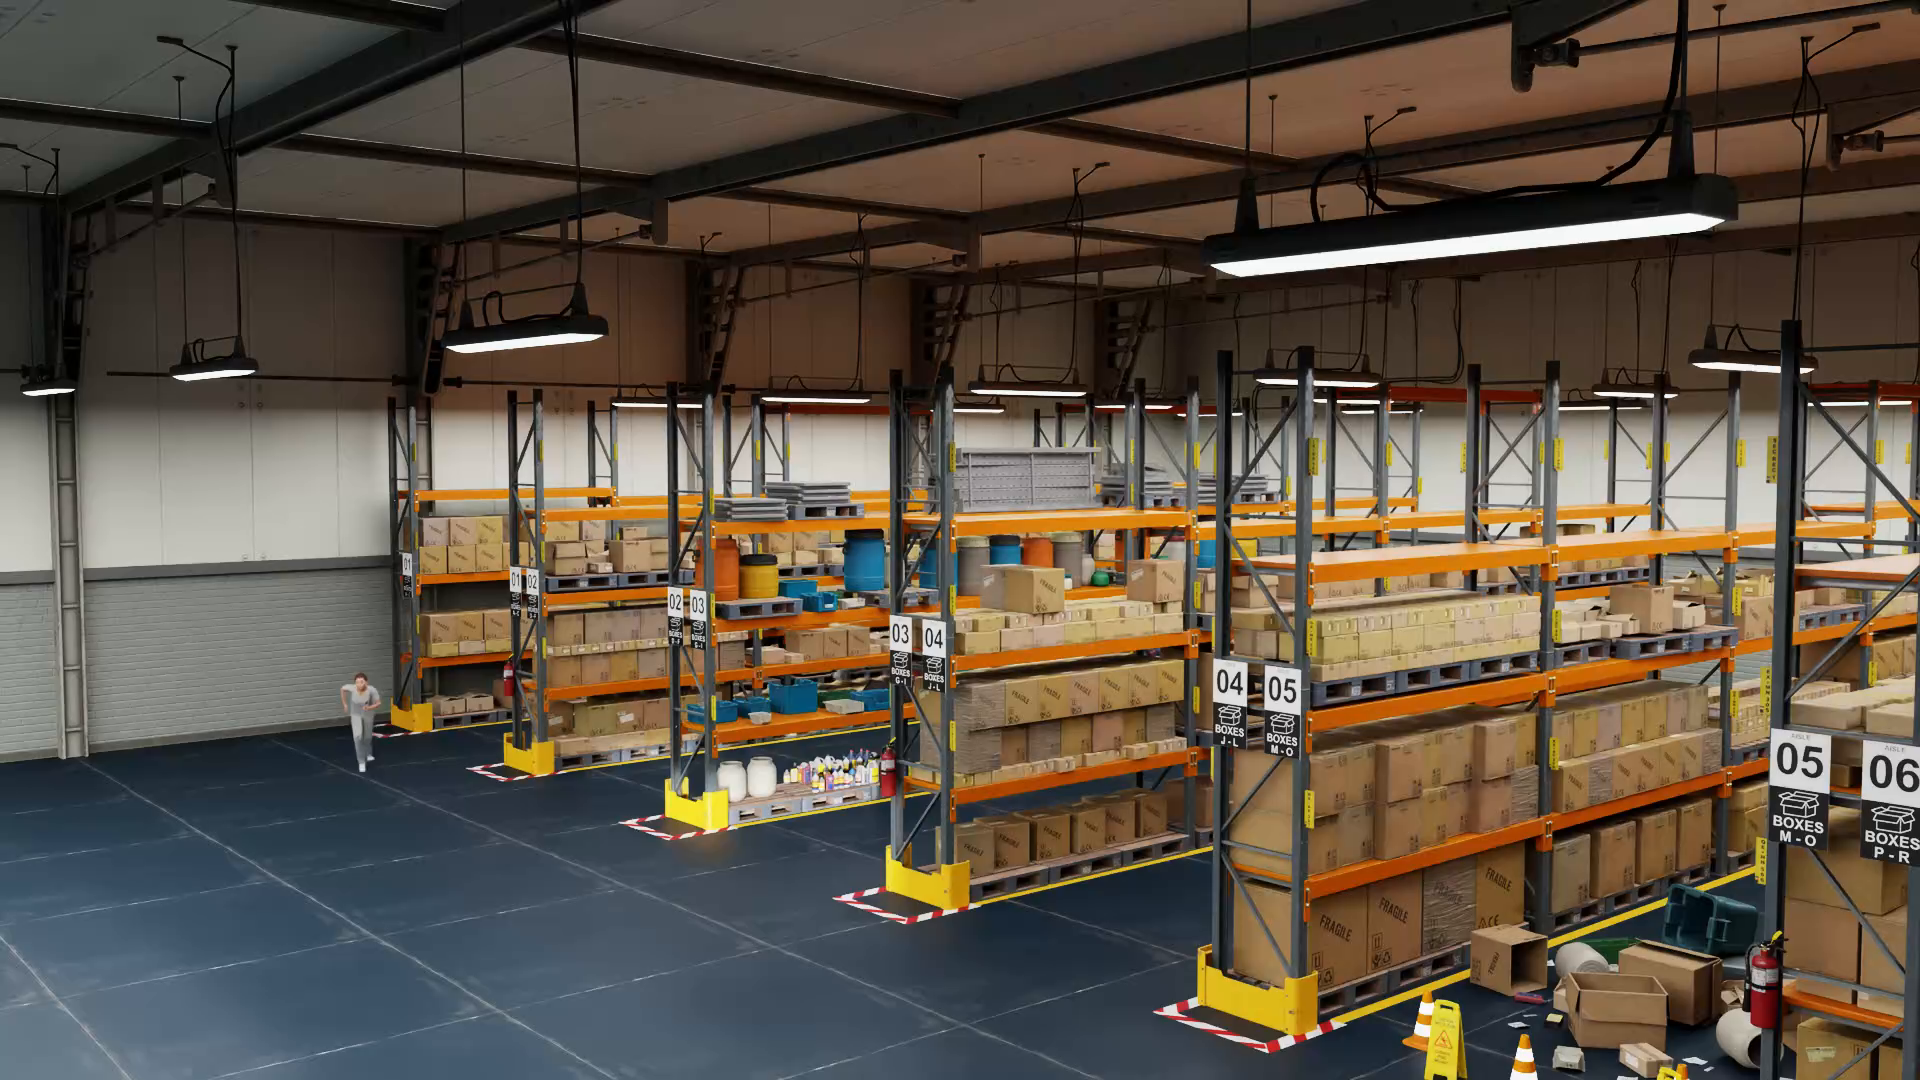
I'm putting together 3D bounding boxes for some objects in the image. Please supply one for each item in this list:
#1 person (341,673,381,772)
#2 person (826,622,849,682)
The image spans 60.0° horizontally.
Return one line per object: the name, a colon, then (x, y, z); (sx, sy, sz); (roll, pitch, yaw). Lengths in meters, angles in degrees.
person: (-9.483, 2.864, 26.375); (0.604, 1.612, 0.957); (-1, 3, -15)
person: (-2.320, 2.416, 32.193); (0.949, 1.724, 0.637); (-3, 5, -43)
